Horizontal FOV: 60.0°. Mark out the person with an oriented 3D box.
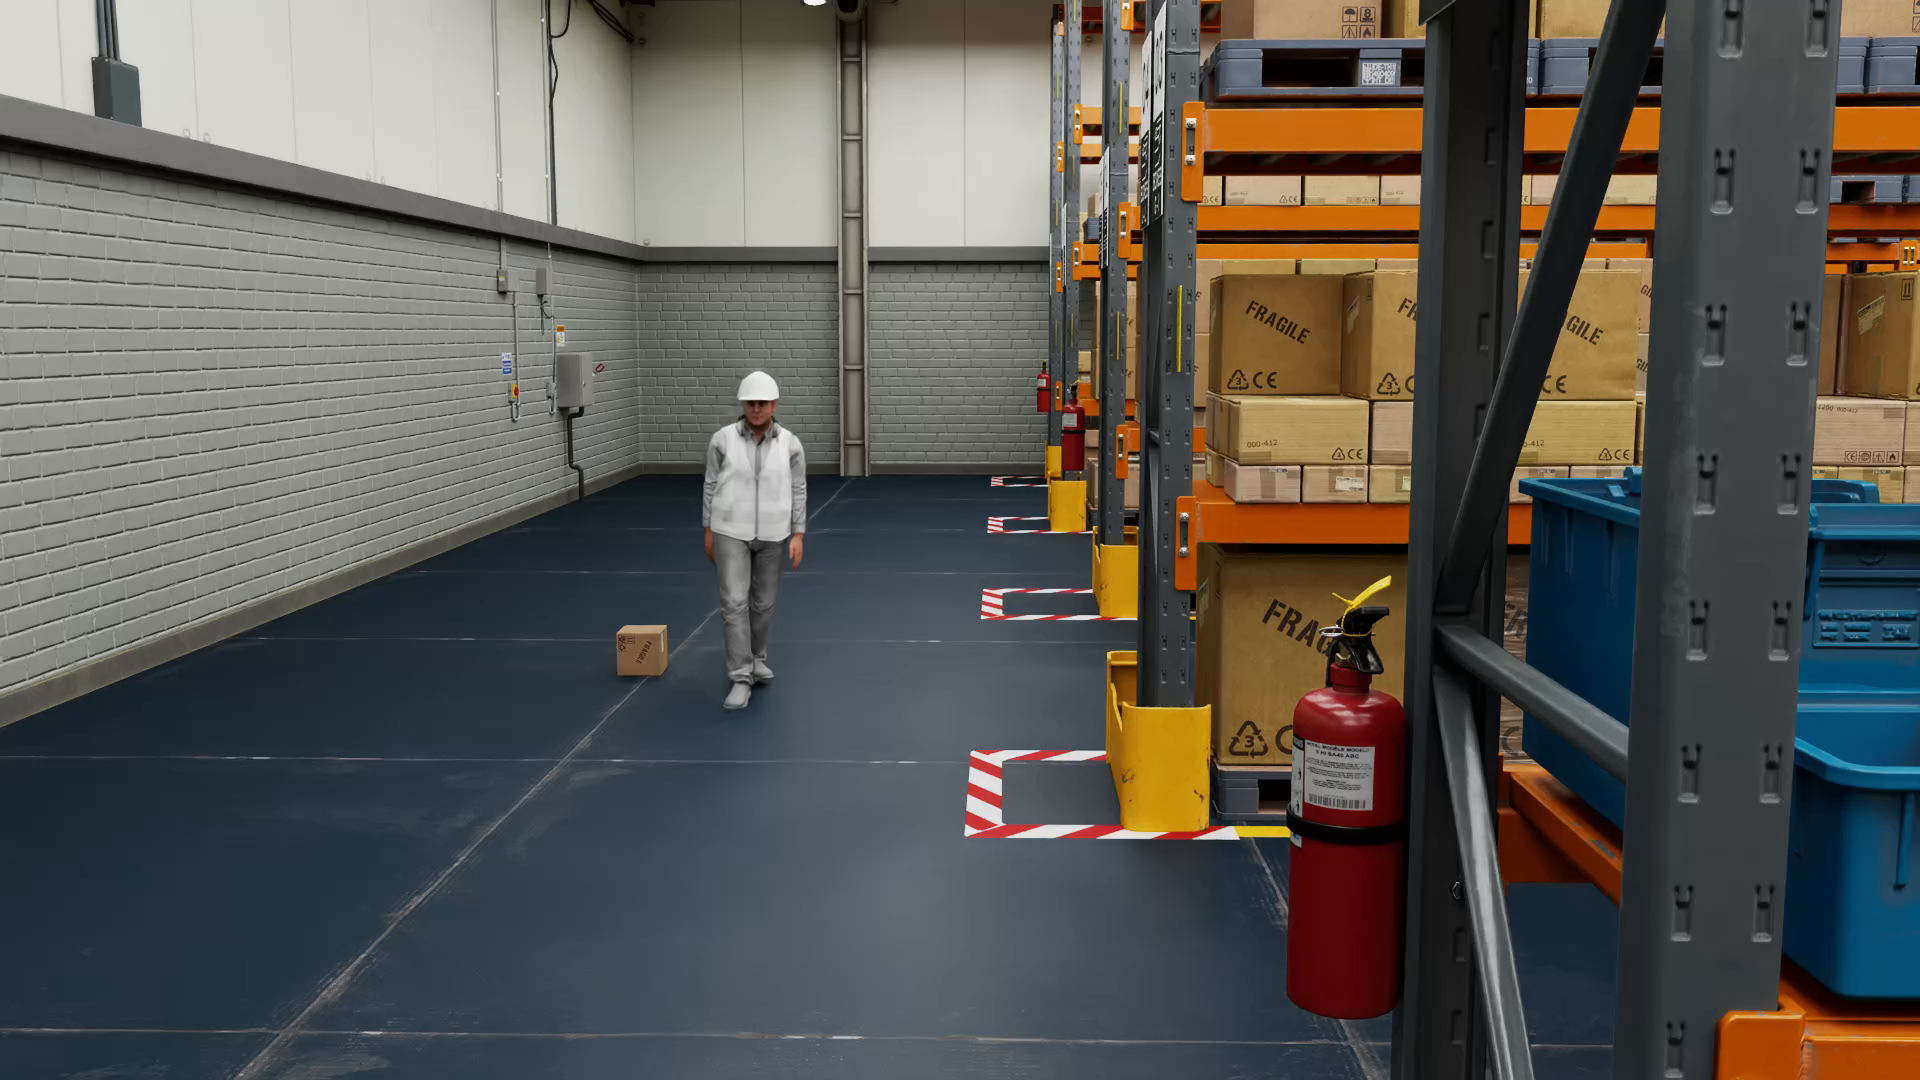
[{"bbox_3d":[-1.094,-0.035,8.975,0.553,1.741,0.890,-2,8,-18],"label":"person"}]
